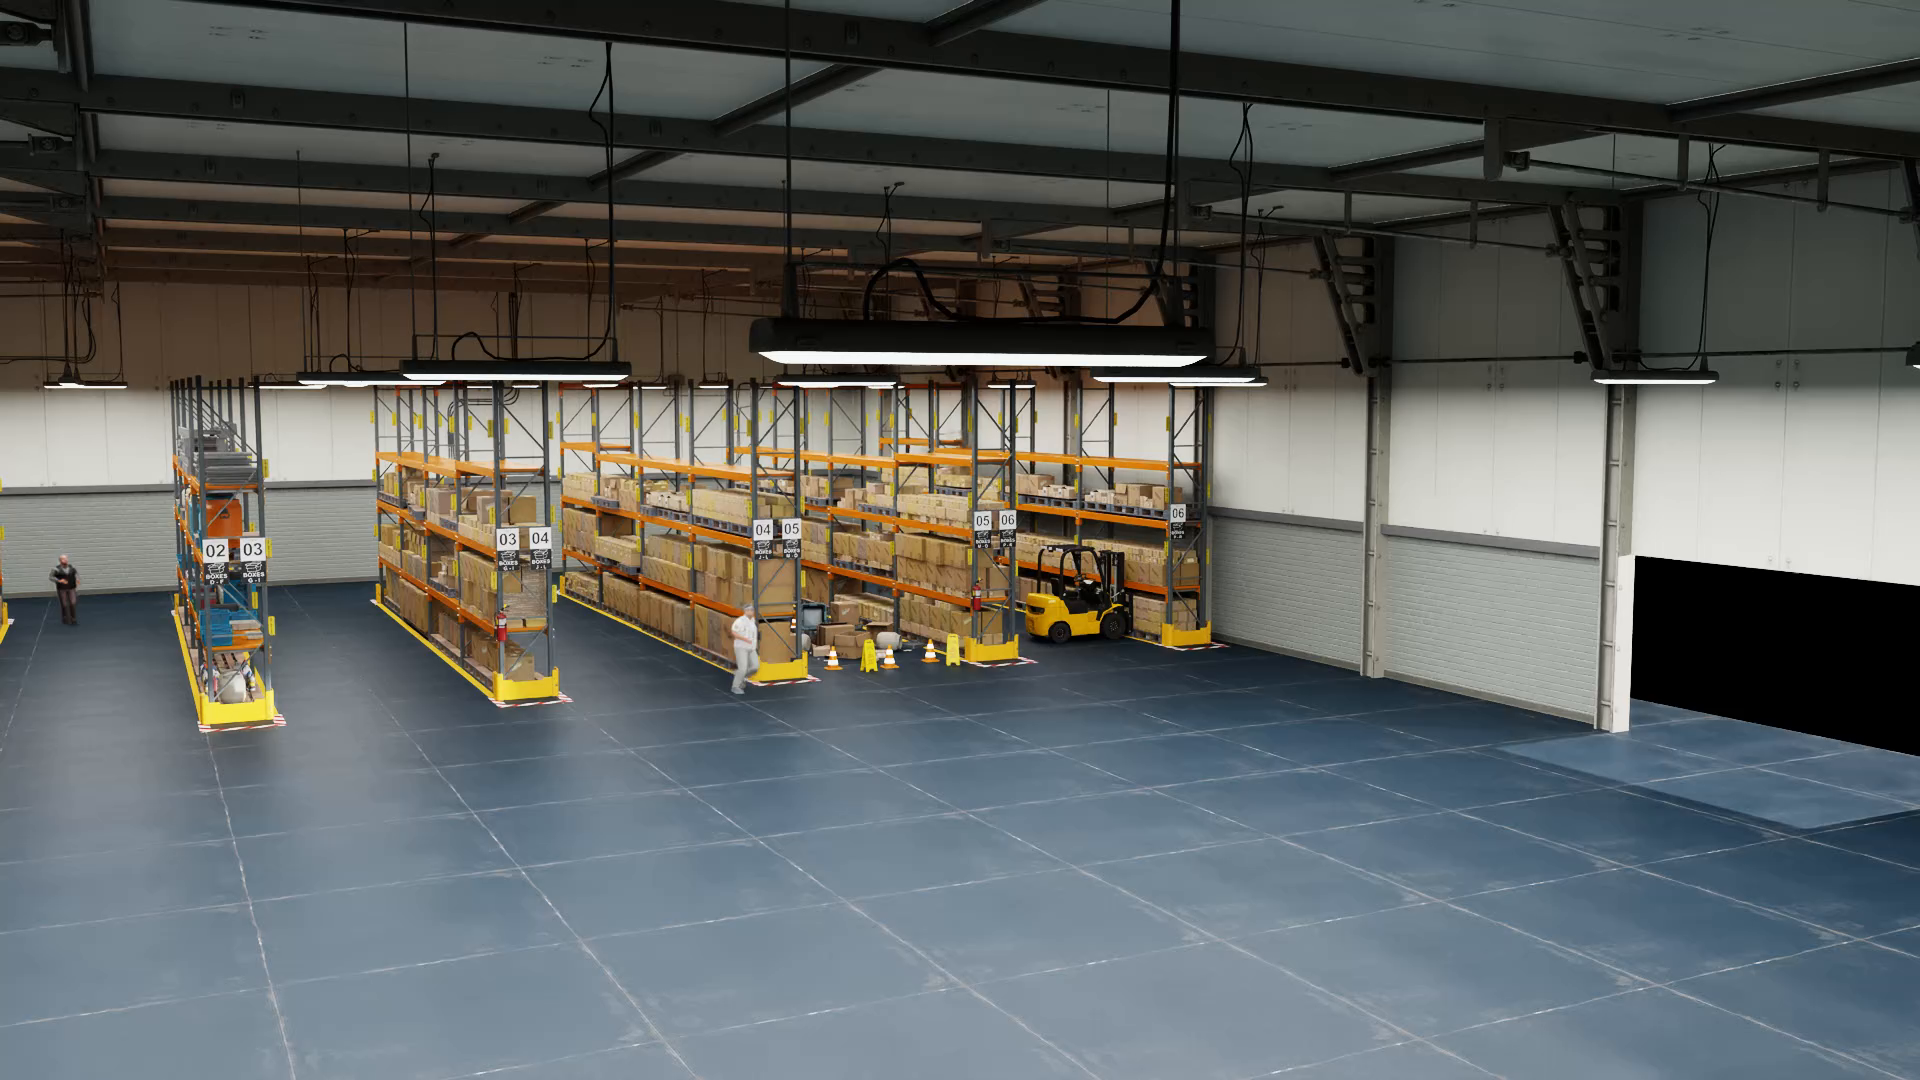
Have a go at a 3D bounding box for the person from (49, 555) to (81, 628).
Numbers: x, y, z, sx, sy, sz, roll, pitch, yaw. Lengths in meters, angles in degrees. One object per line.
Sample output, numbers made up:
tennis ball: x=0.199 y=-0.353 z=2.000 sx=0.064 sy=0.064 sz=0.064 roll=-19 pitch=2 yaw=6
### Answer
person: x=-21.884 y=1.256 z=40.675 sx=0.692 sy=1.780 sz=0.818 roll=-5 pitch=7 yaw=-44

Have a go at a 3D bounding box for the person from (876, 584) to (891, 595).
person: x=-2.100 y=0.644 z=45.043 sx=0.555 sy=1.744 sz=0.659 roll=-3 pitch=6 yaw=-30

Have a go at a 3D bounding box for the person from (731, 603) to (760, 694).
person: x=-4.071 y=2.048 z=31.831 sx=0.575 sy=1.705 sz=0.665 roll=4 pitch=6 yaw=37
